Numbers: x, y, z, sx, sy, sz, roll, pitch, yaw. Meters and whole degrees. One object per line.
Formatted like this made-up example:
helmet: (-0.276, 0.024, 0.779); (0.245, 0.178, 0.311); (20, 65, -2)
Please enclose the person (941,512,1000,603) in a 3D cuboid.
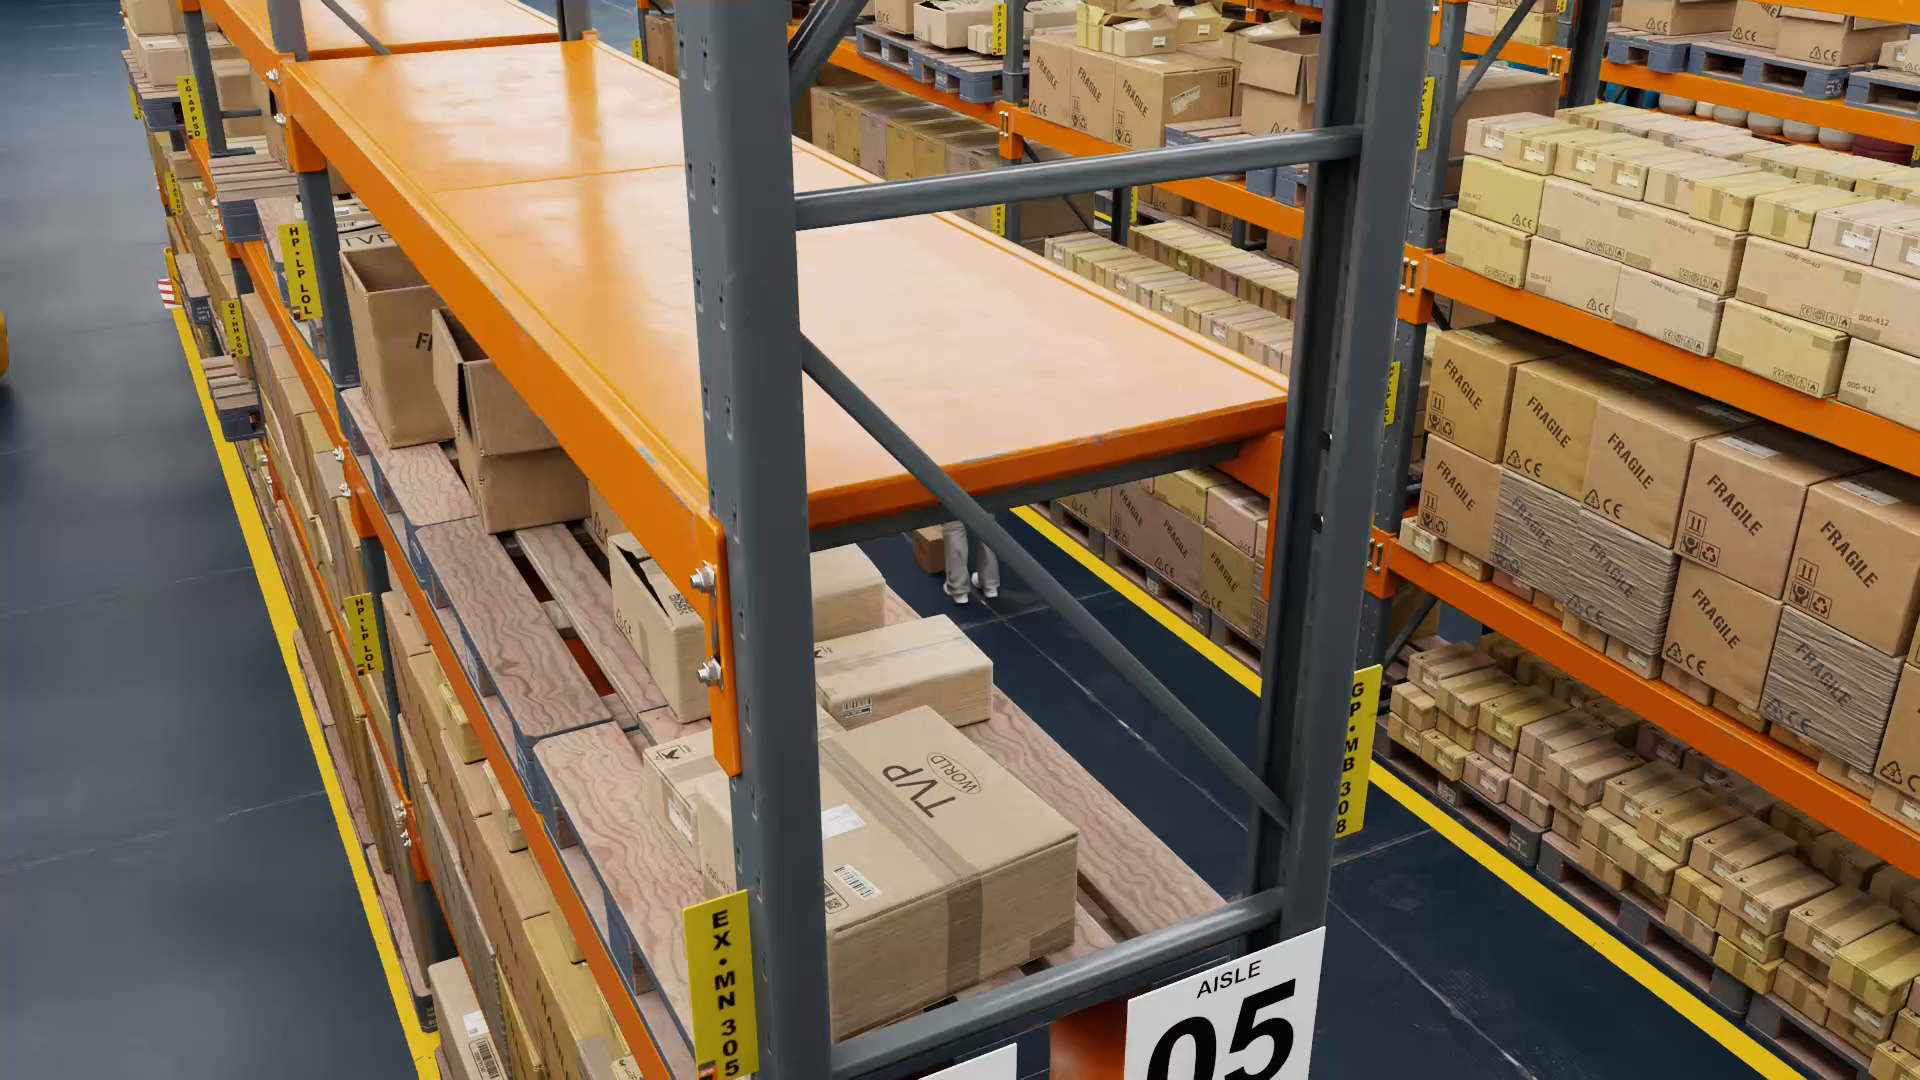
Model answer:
person: (0.070, -0.401, 10.476); (0.437, 1.669, 0.363); (-12, 28, -24)
